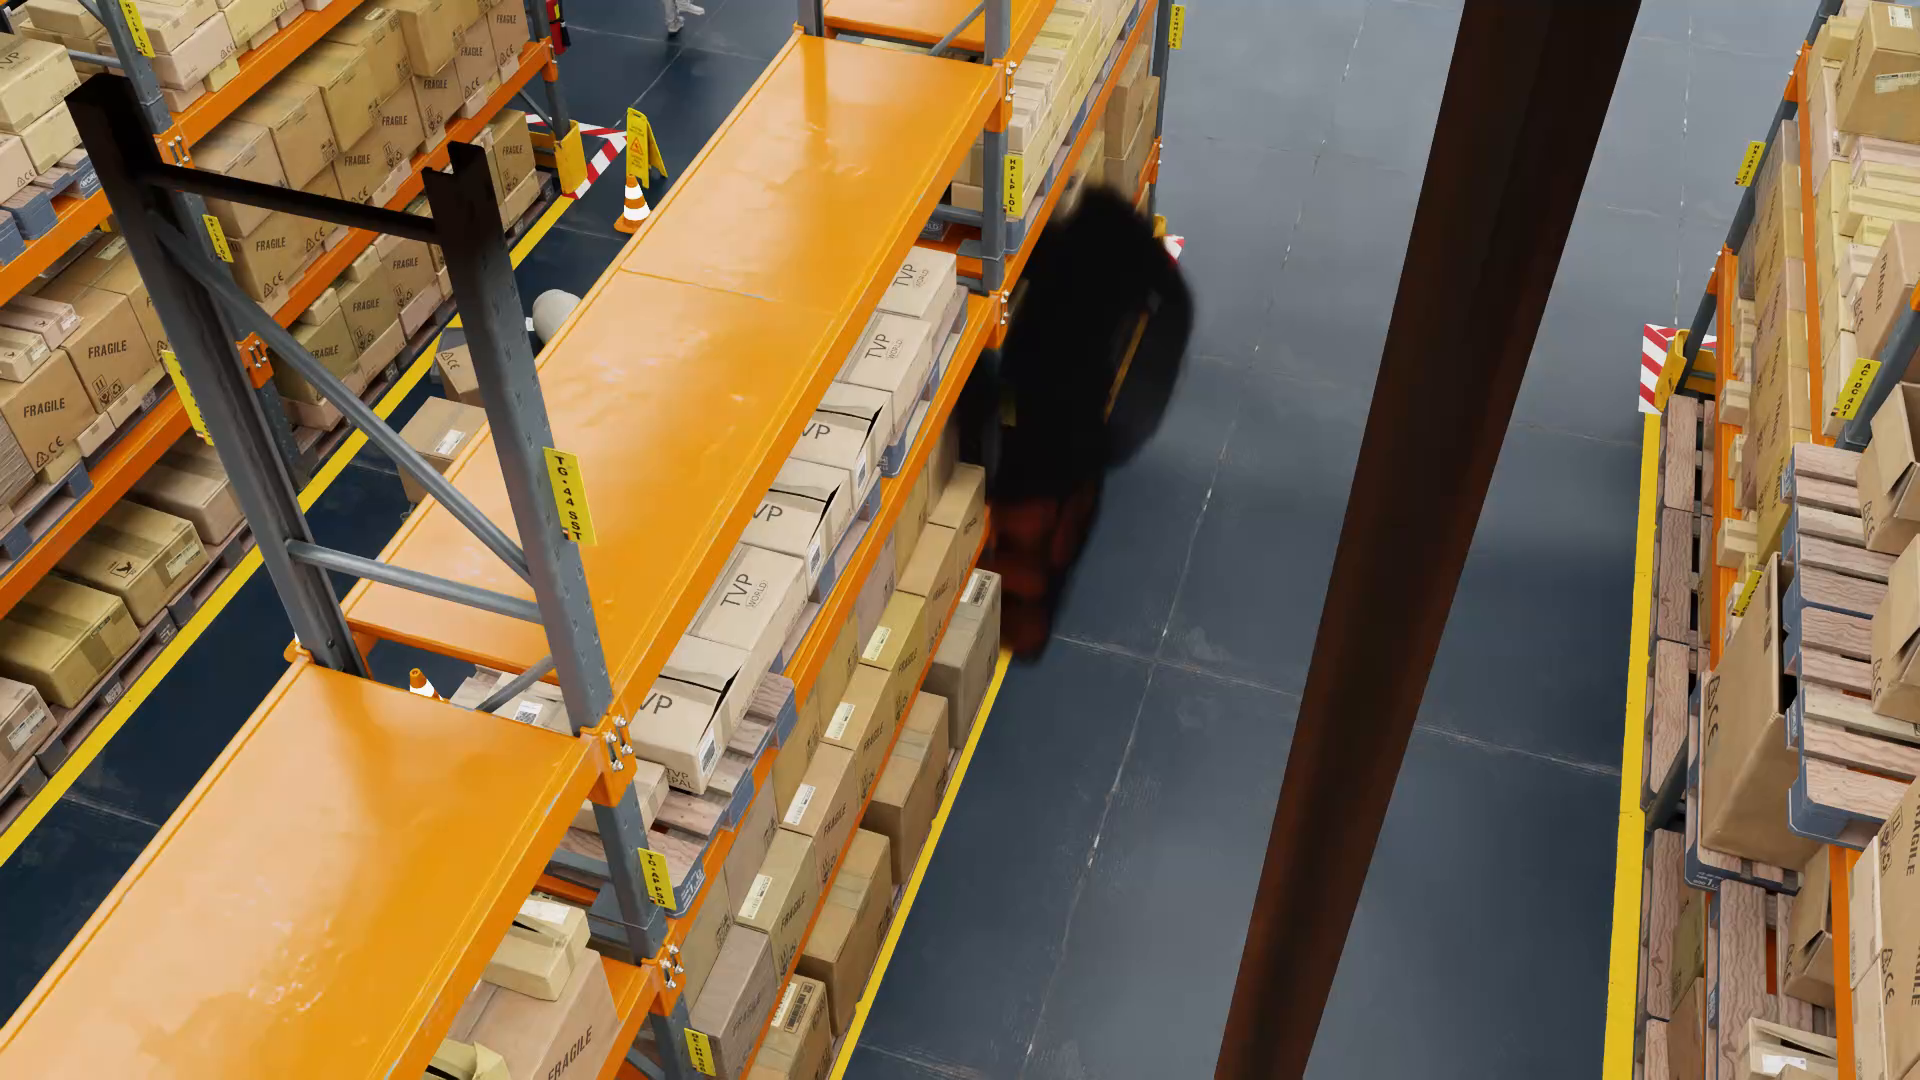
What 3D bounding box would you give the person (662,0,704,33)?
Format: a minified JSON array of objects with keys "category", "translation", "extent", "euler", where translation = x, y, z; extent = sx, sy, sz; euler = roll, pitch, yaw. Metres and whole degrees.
[{"category":"person","translation":[-2.736,-5.633,15.436],"extent":[0.653,1.726,0.671],"euler":[6,46,6]}]
